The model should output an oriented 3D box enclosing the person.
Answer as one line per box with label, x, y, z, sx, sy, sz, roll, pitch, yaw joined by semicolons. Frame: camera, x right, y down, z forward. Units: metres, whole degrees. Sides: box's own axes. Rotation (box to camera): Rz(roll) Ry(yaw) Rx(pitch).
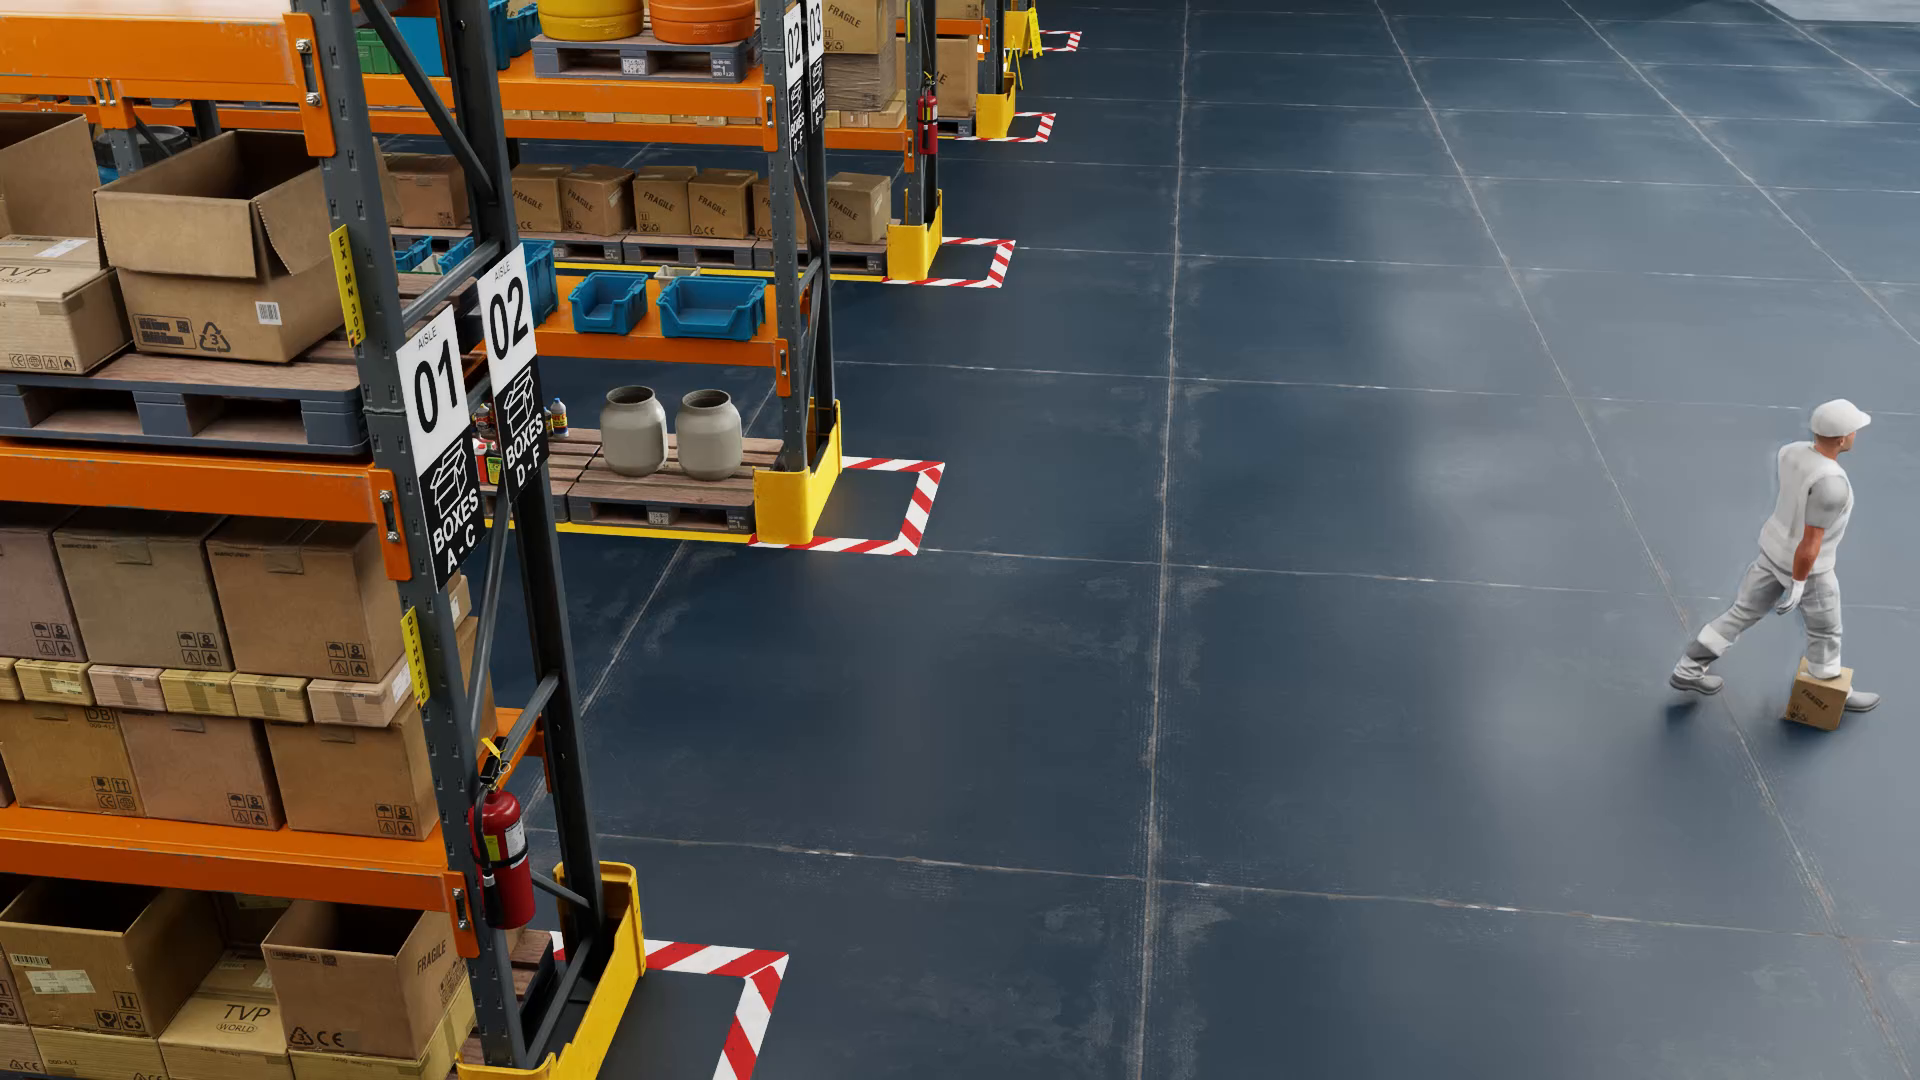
person;4.297;0.088;8.428;1.040;1.747;0.588;-1;28;-2
